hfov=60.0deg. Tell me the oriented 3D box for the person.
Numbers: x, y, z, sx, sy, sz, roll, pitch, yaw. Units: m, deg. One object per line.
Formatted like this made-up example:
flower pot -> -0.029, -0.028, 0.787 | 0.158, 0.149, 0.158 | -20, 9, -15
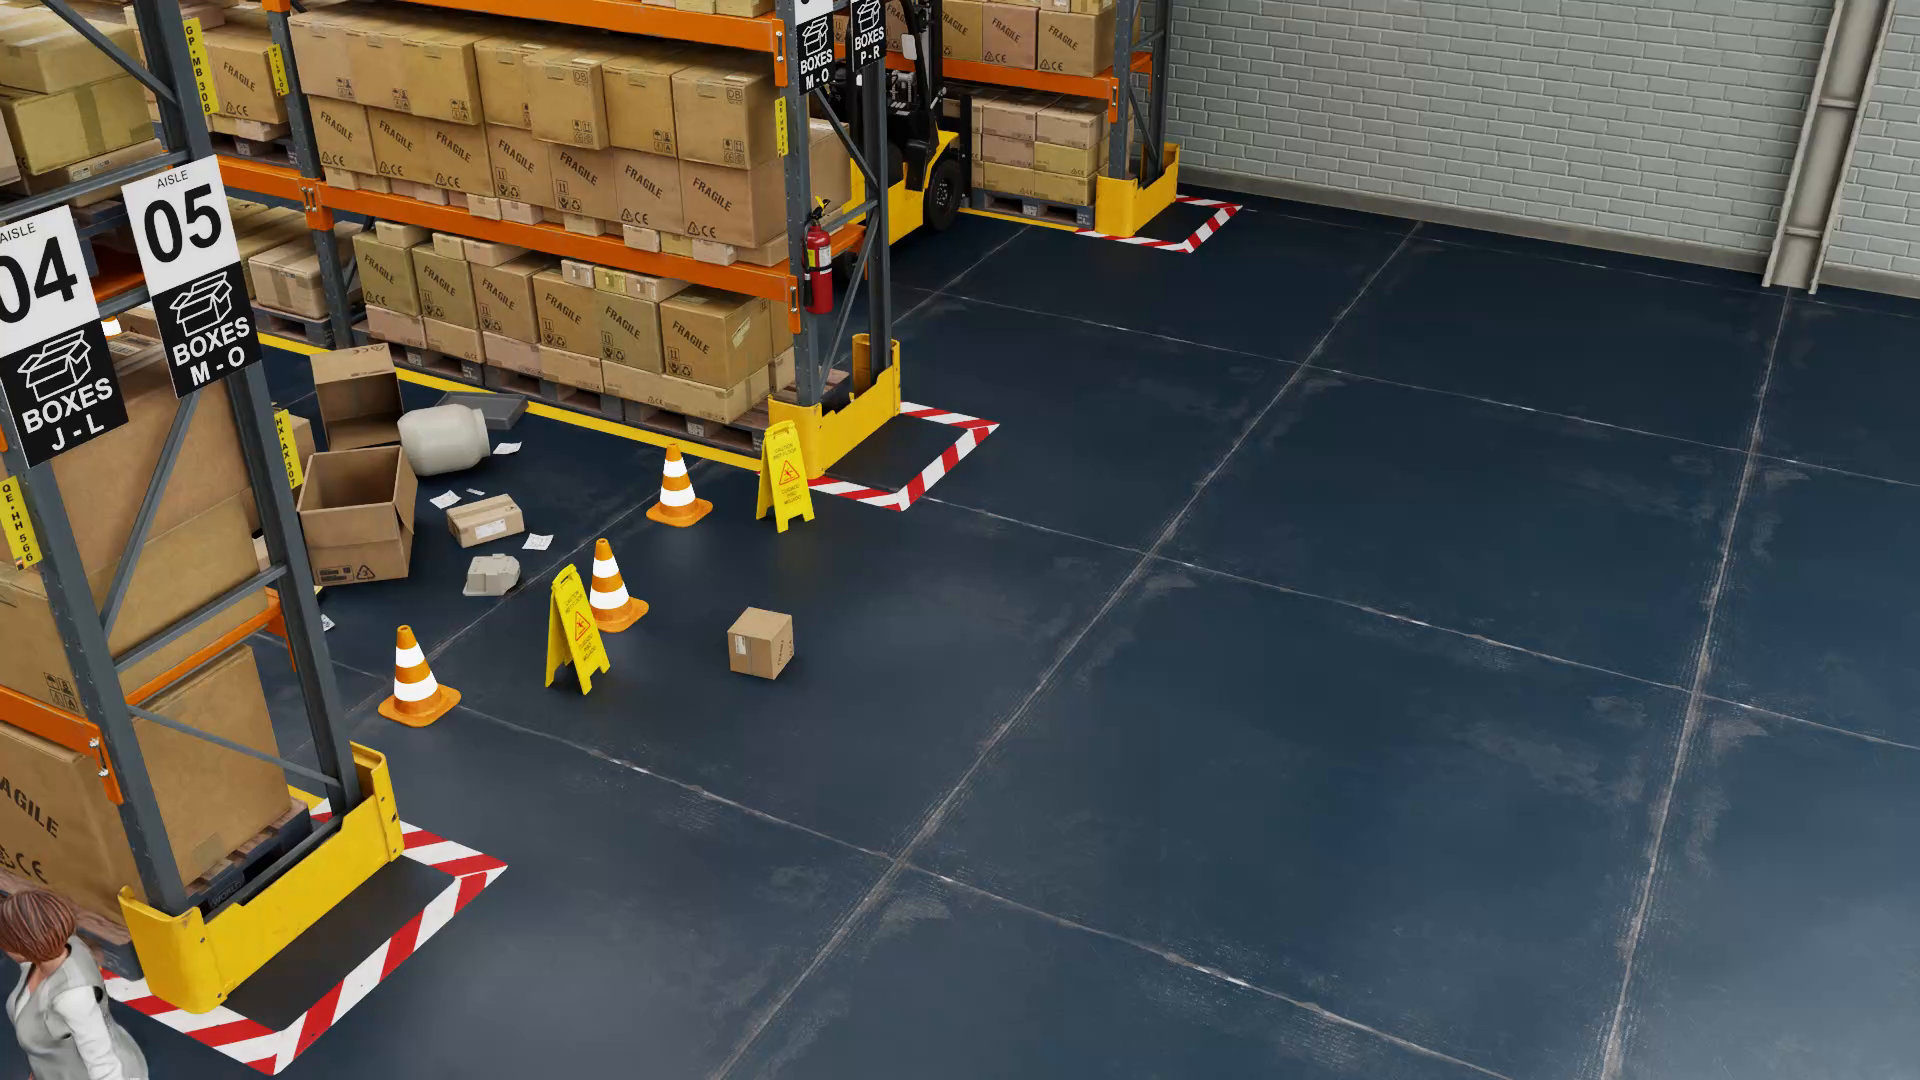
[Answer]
person -> -2.747, 1.748, 5.310 | 0.800, 1.544, 0.512 | -22, 37, -33
